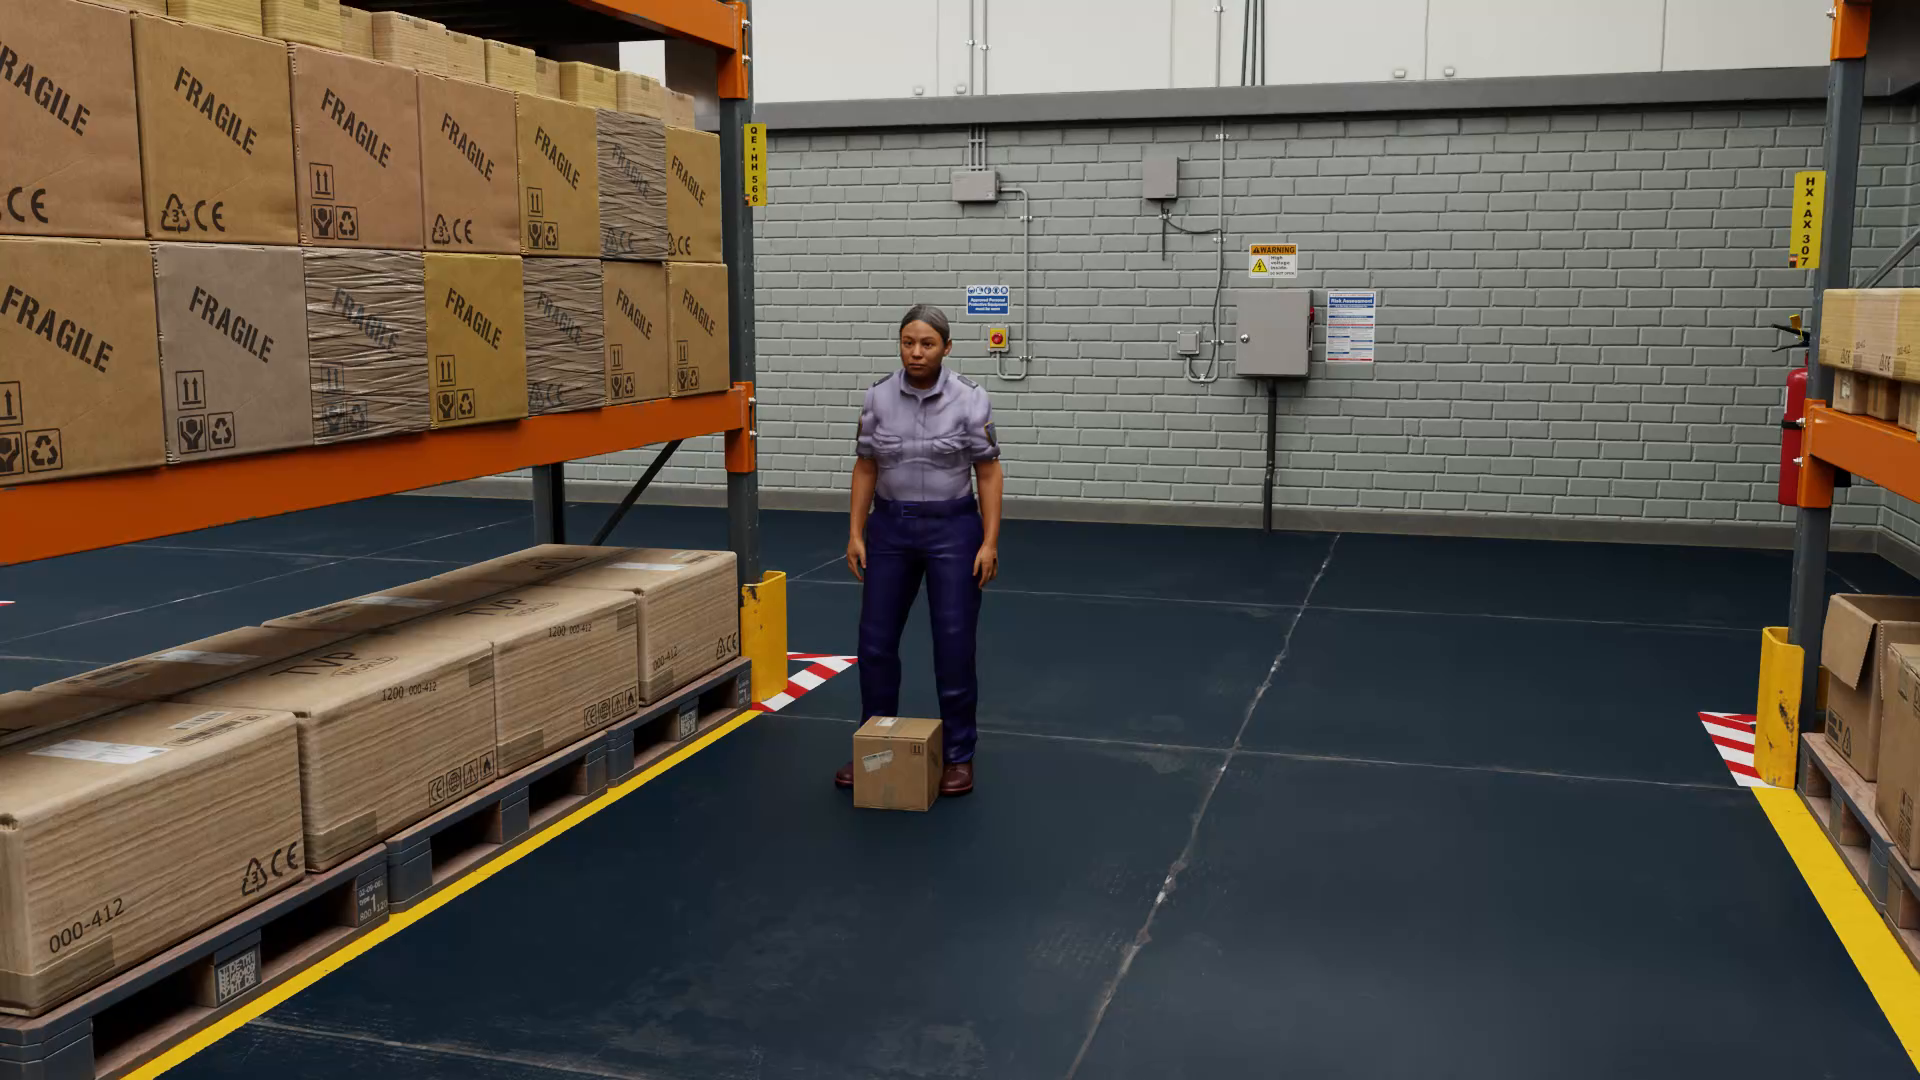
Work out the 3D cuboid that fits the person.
[{"bbox_3d":[-0.135,0.023,5.705,0.563,1.653,0.367,2,9,13],"label":"person"}]
